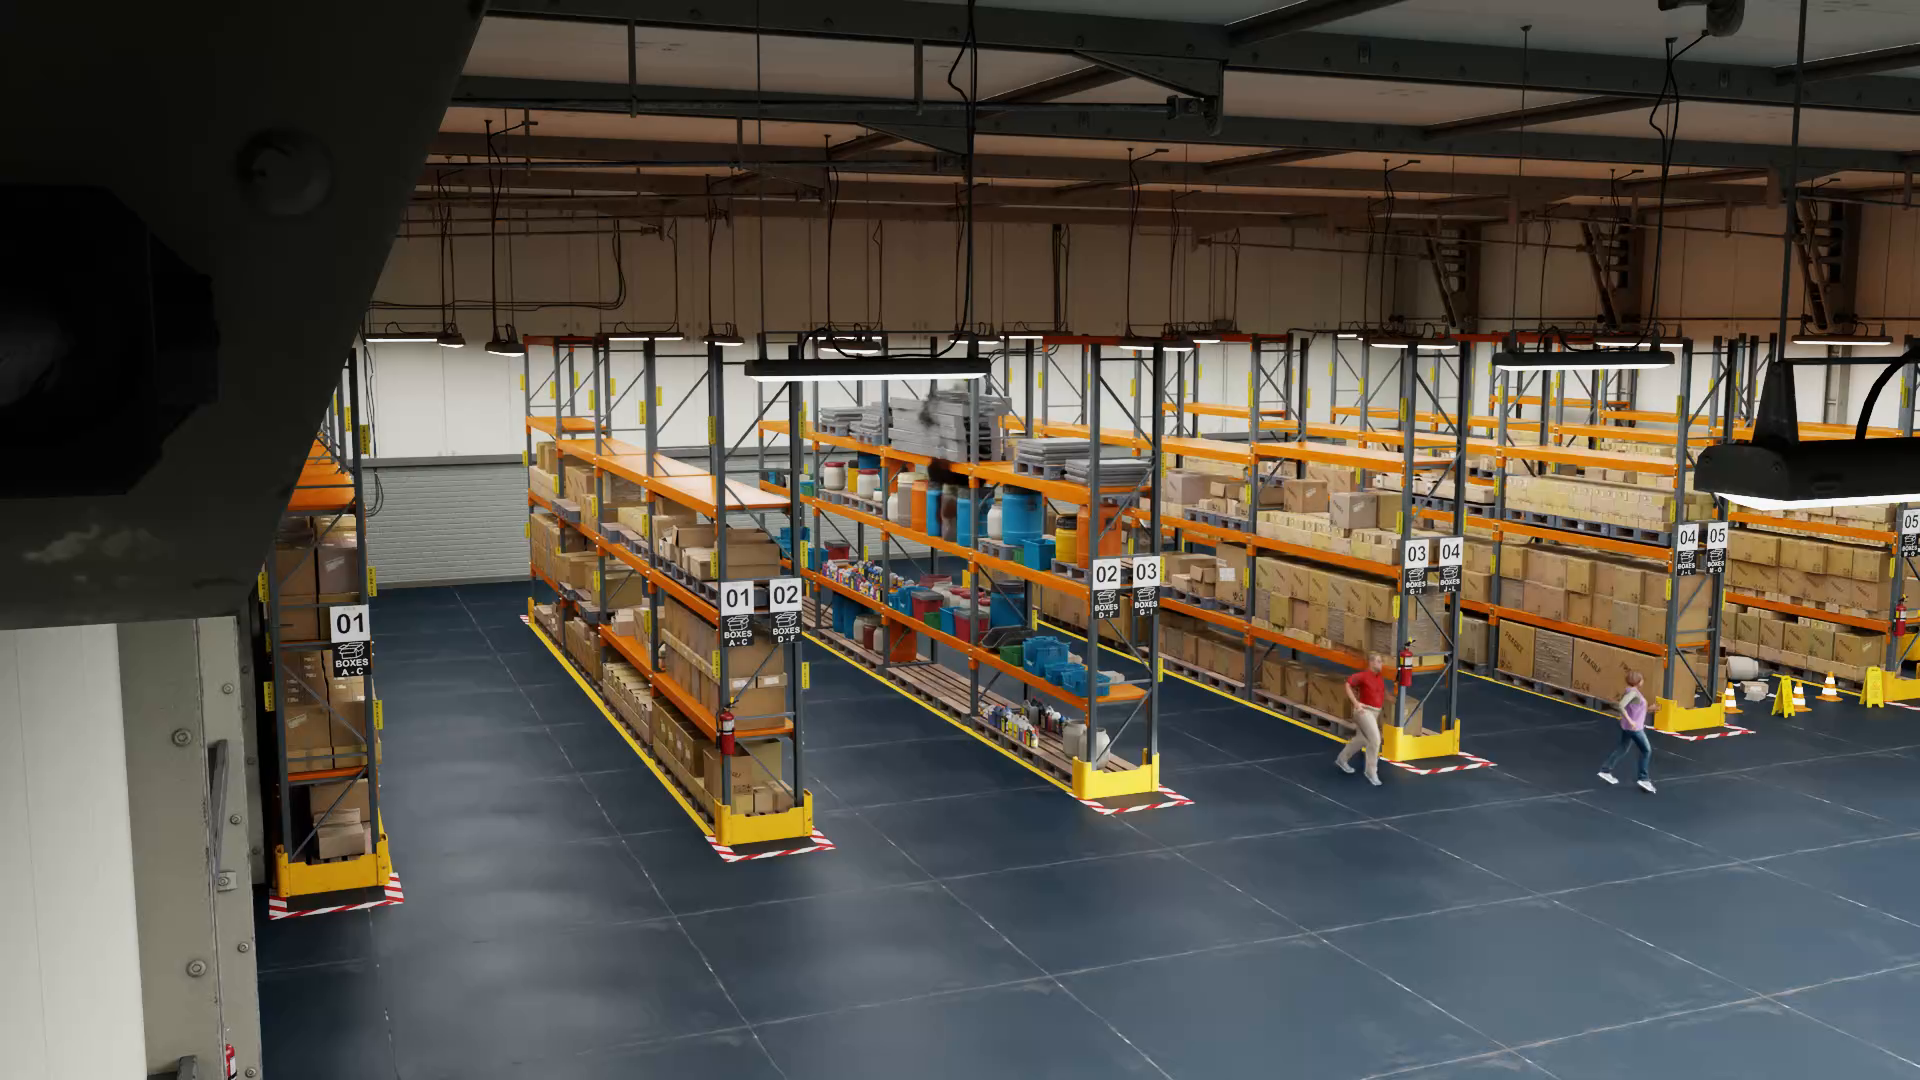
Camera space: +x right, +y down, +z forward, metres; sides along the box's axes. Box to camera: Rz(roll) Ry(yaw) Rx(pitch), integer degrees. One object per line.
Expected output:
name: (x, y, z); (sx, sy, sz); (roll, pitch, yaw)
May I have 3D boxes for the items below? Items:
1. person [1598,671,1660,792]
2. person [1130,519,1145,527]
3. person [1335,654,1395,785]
person: (9.021, 2.564, 22.378); (0.742, 1.641, 0.513); (1, 8, 8)
person: (4.308, 0.007, 41.542); (0.590, 1.692, 0.660); (0, 8, -2)
person: (5.621, 2.451, 23.061); (0.811, 1.766, 0.689); (6, 10, 37)
